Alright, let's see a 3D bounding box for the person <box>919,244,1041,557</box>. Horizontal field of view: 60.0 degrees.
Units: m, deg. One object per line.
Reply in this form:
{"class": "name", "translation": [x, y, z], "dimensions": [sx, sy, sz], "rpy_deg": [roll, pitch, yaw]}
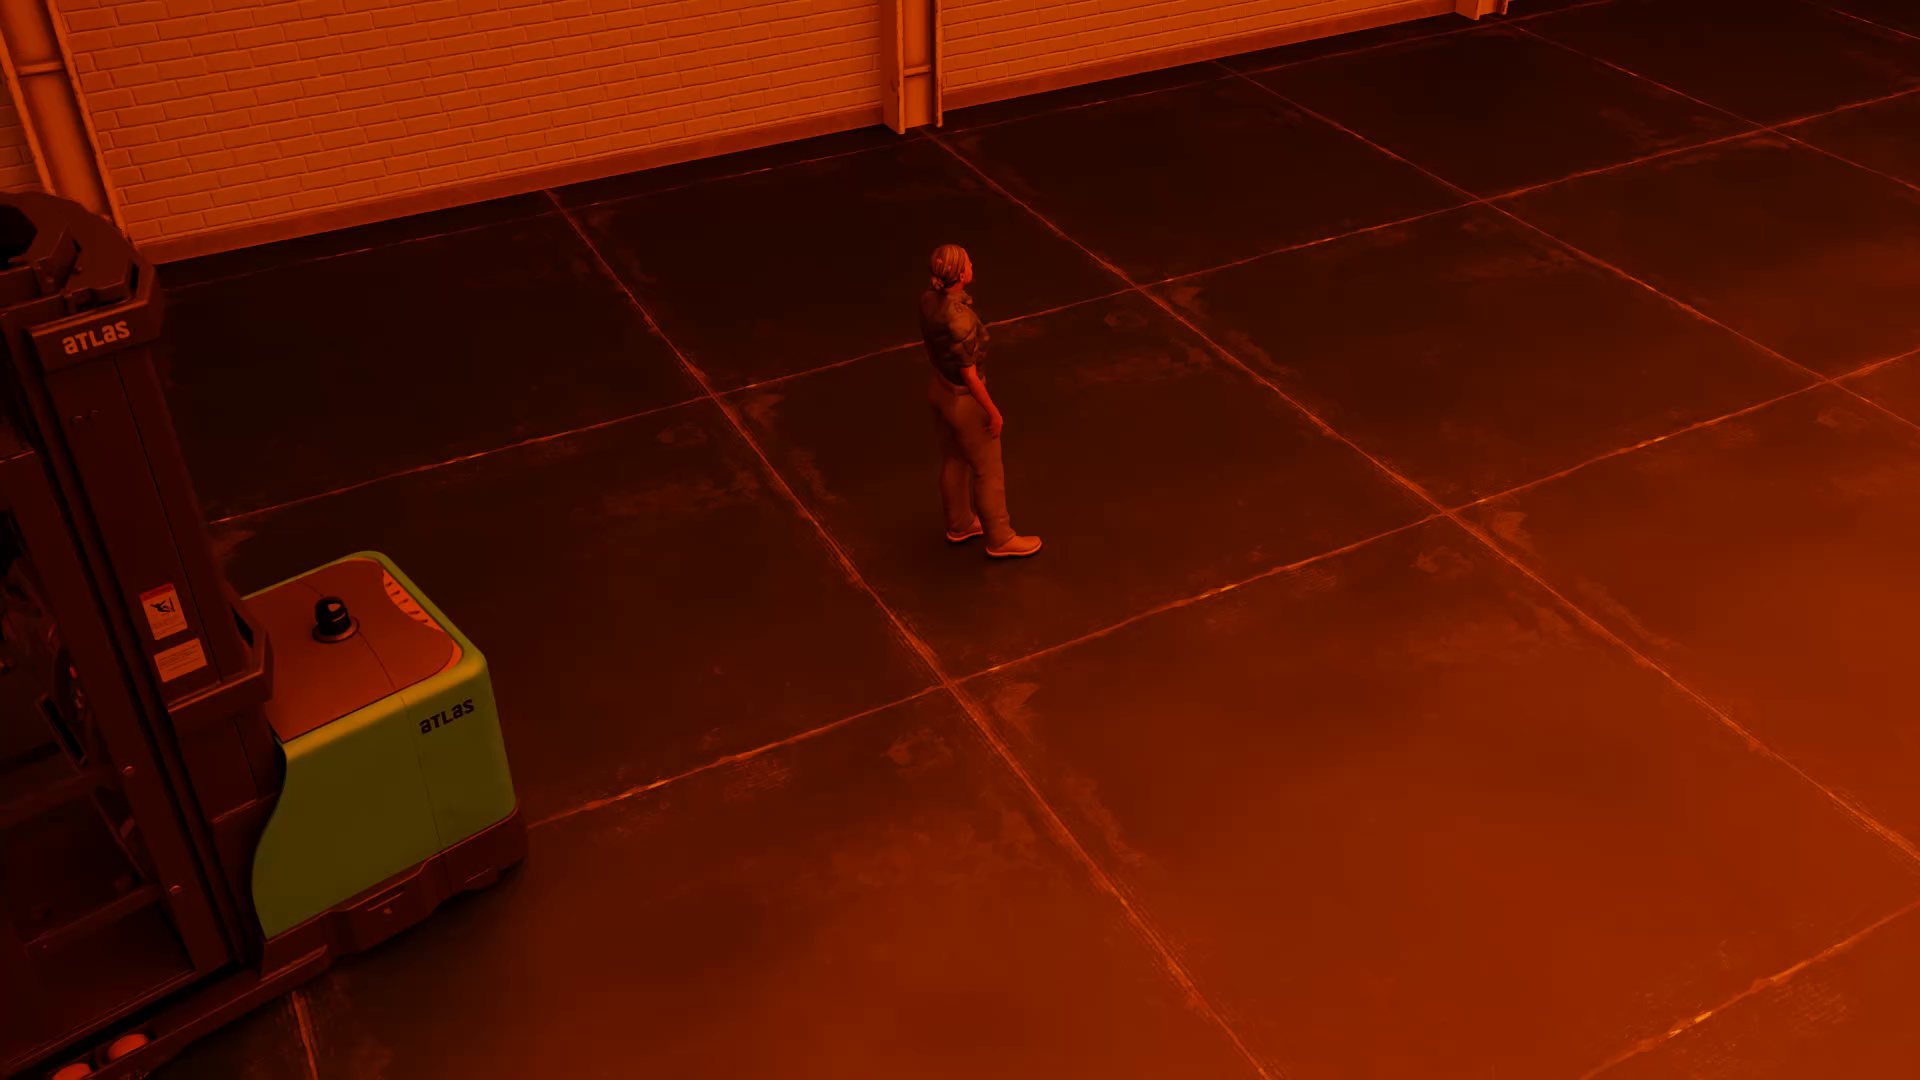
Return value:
{"class": "person", "translation": [0.087, -0.696, 8.200], "dimensions": [0.503, 1.656, 0.569], "rpy_deg": [-17, 39, -23]}

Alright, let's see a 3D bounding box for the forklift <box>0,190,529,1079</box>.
{"class": "forklift", "translation": [-3.204, 0.461, 5.470], "dimensions": [3.031, 2.935, 1.130], "rpy_deg": [-26, 43, -32]}
